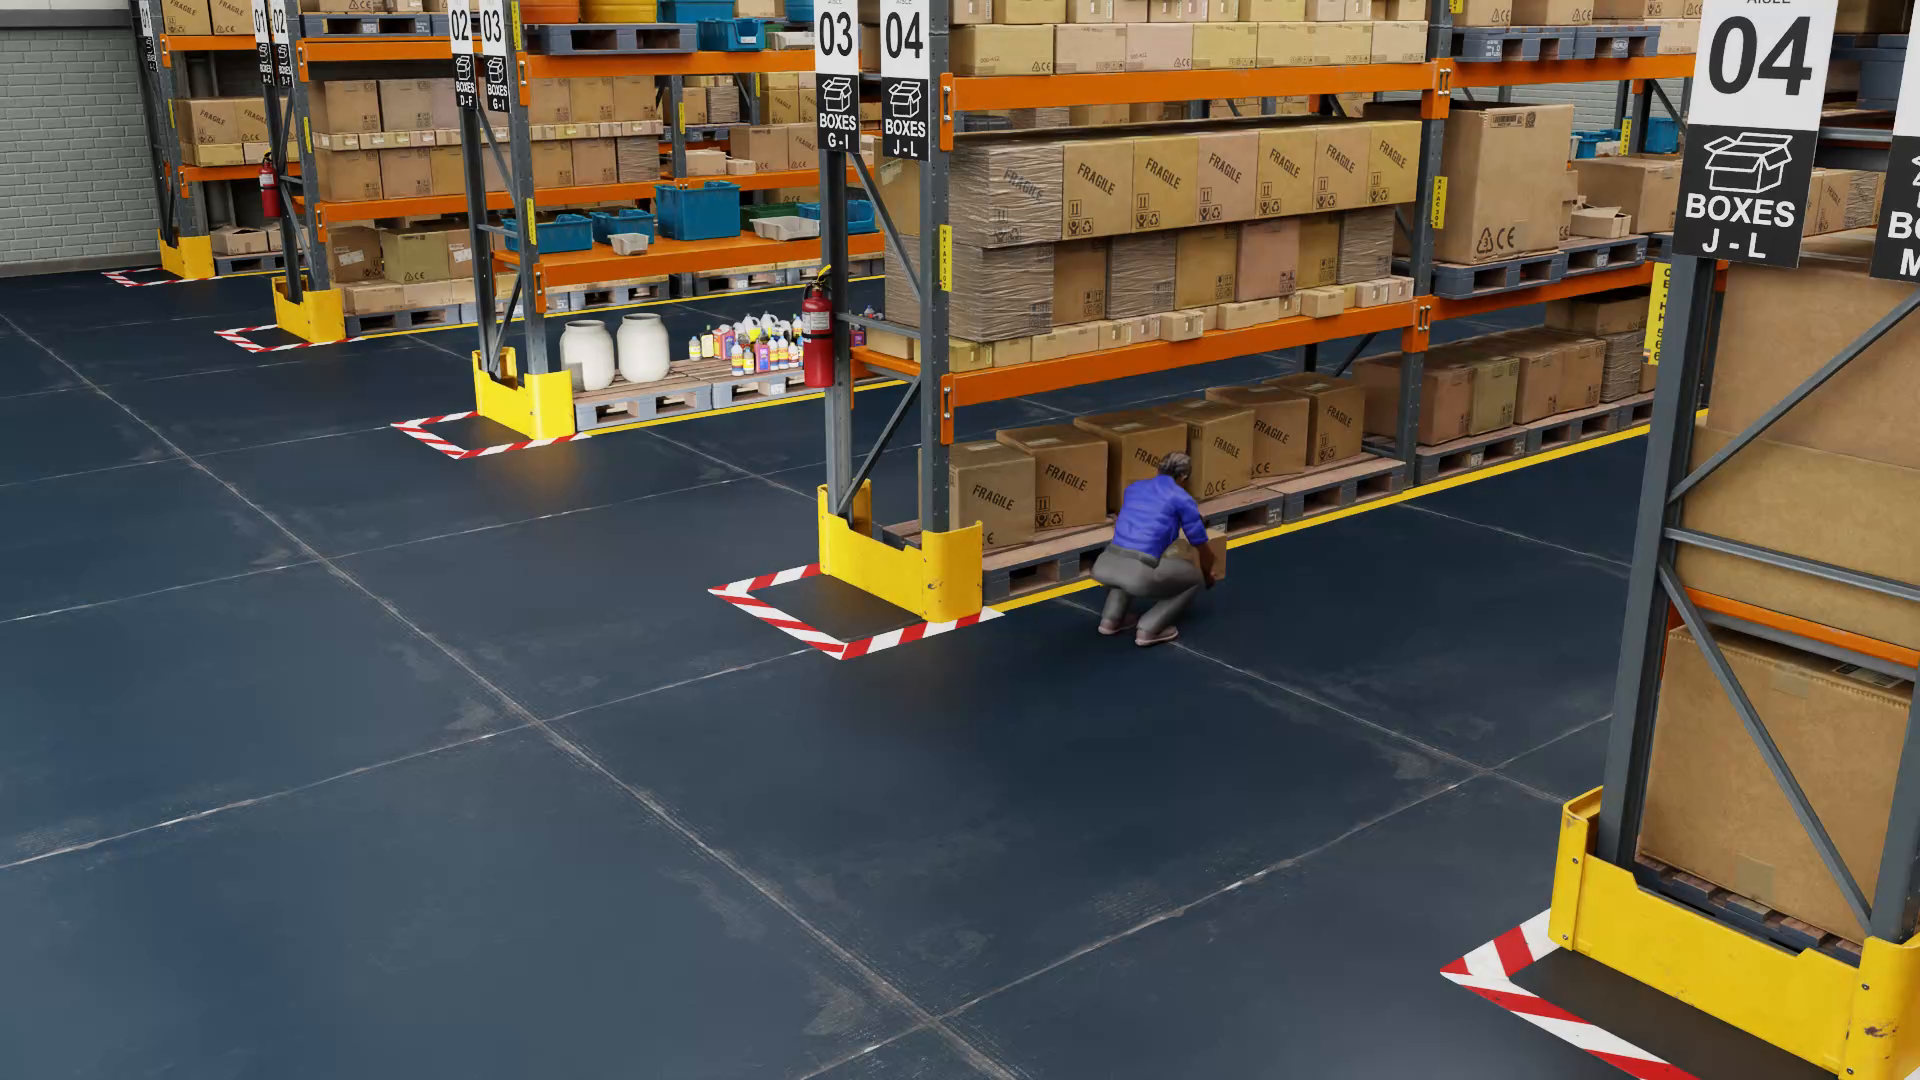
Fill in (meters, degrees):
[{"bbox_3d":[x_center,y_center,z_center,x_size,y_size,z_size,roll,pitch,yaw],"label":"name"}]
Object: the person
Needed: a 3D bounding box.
[{"bbox_3d":[1.028,0.032,8.694,0.518,0.917,0.821,16,24,41],"label":"person"}]
